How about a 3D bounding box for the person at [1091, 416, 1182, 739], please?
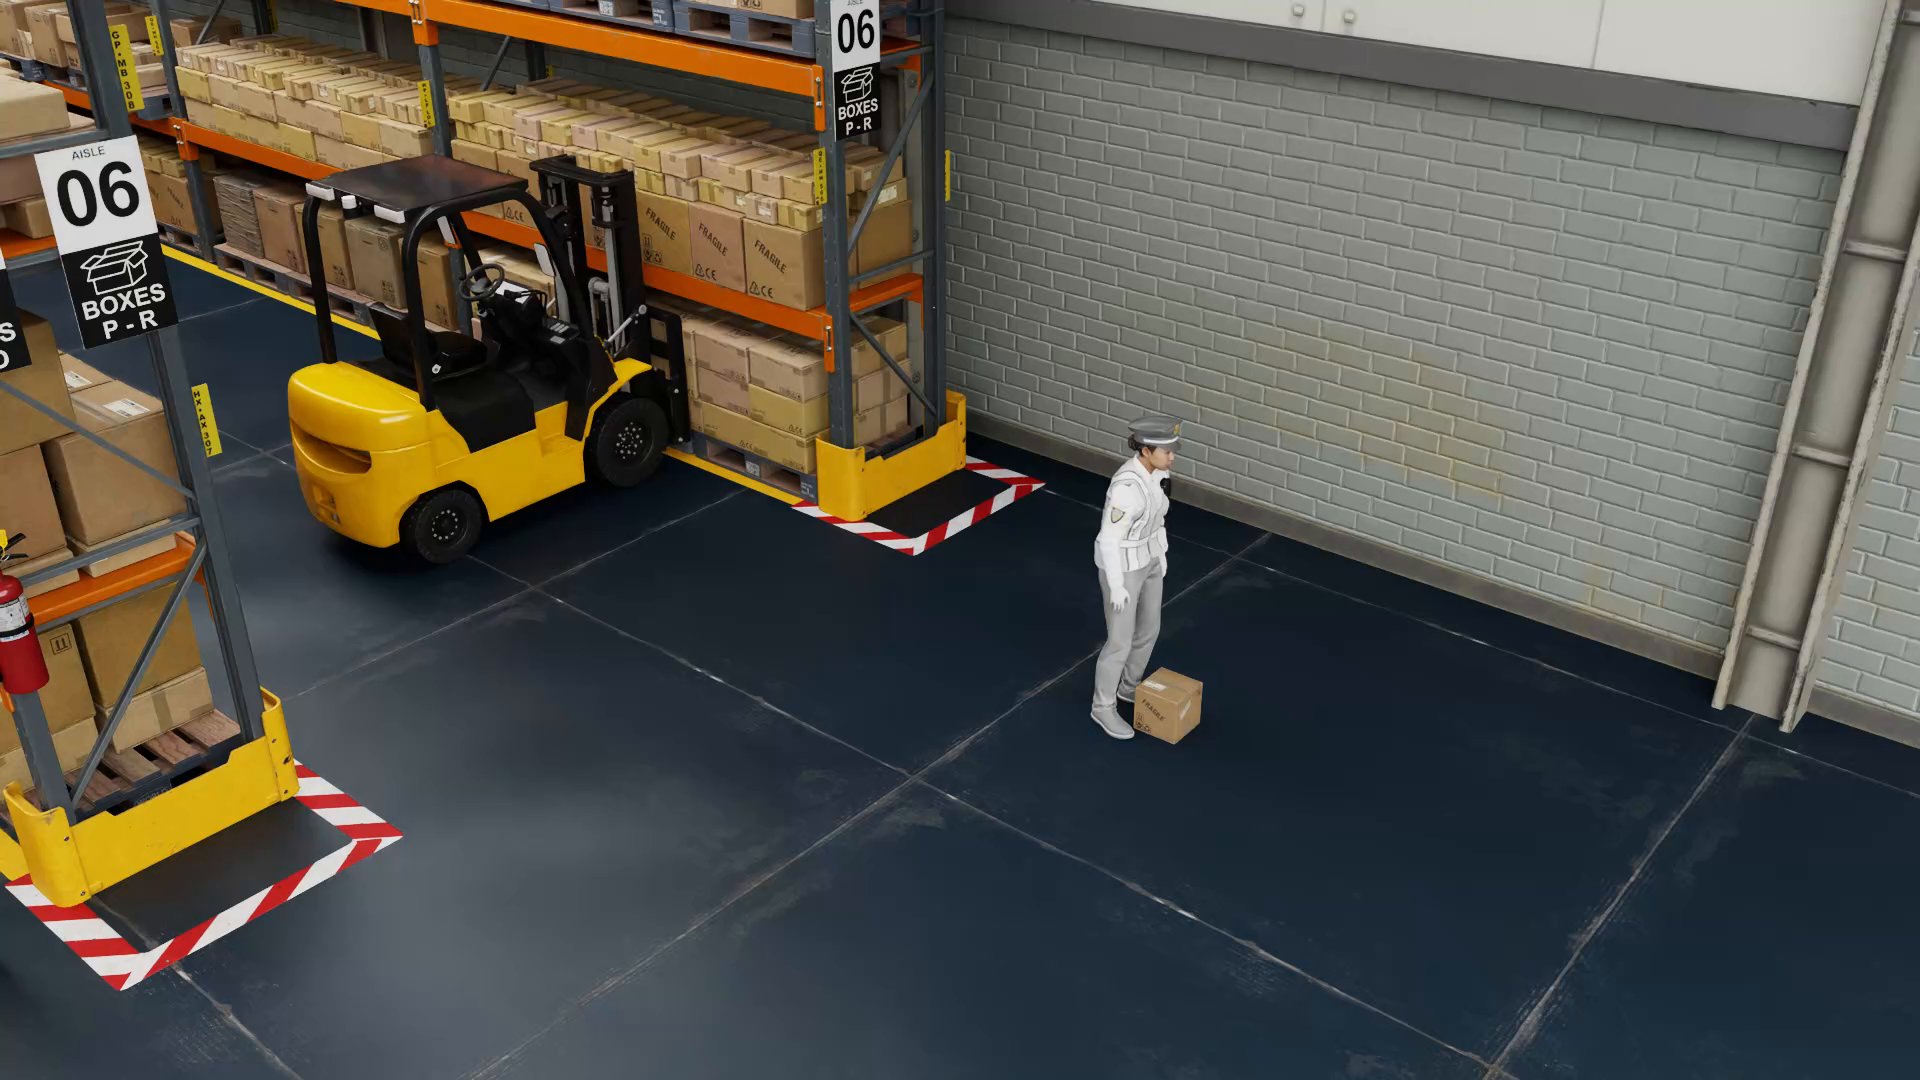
[{"bbox_3d":[0.879,0.149,8.328,0.375,1.664,0.546,19,33,32],"label":"person"}]
